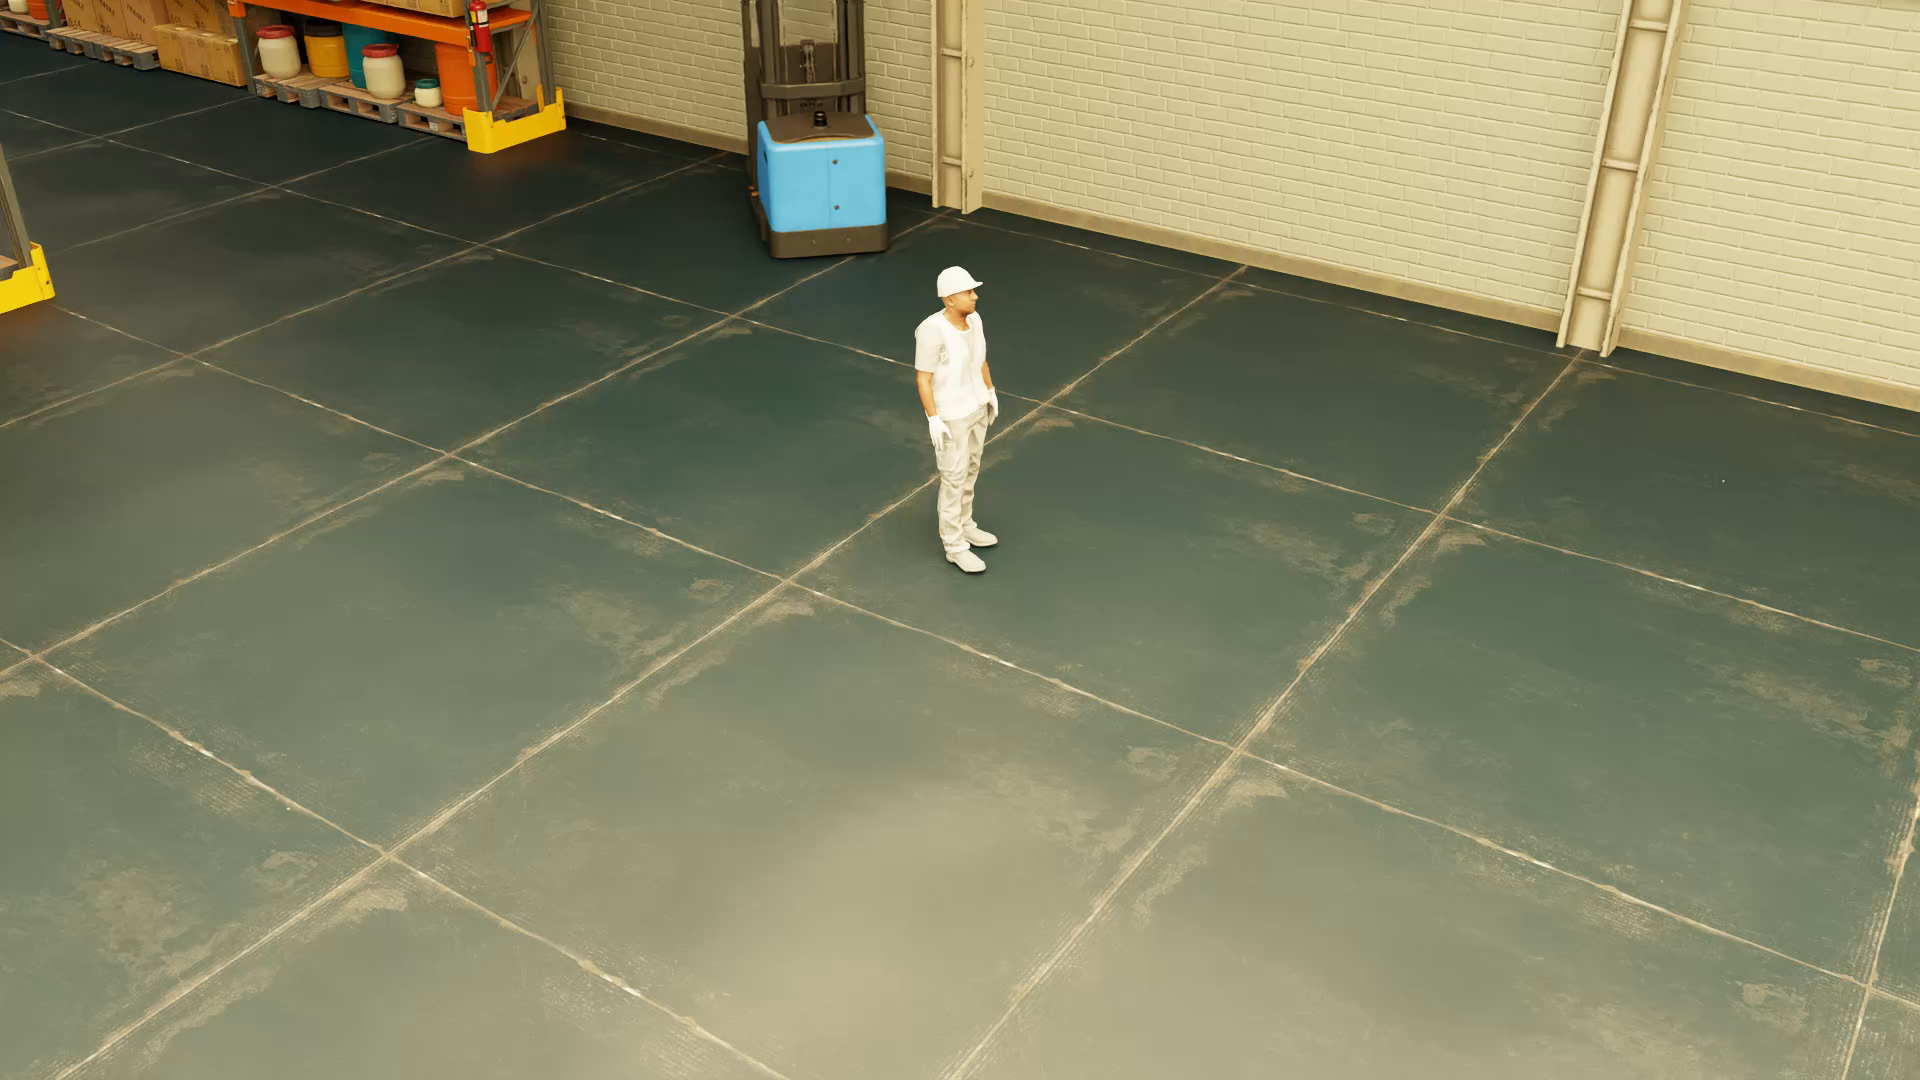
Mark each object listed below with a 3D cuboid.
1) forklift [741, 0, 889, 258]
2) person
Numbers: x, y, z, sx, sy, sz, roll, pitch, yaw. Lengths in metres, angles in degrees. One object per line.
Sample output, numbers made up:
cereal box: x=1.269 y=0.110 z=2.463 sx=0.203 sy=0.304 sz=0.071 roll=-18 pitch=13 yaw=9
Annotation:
forklift: x=-1.457 y=-4.470 z=15.279 sx=1.130 sy=2.935 sz=3.031 roll=-6 pitch=31 yaw=-11
person: x=0.055 y=-0.754 z=10.007 sx=0.575 sy=1.785 sz=0.657 roll=19 pitch=35 yaw=29
